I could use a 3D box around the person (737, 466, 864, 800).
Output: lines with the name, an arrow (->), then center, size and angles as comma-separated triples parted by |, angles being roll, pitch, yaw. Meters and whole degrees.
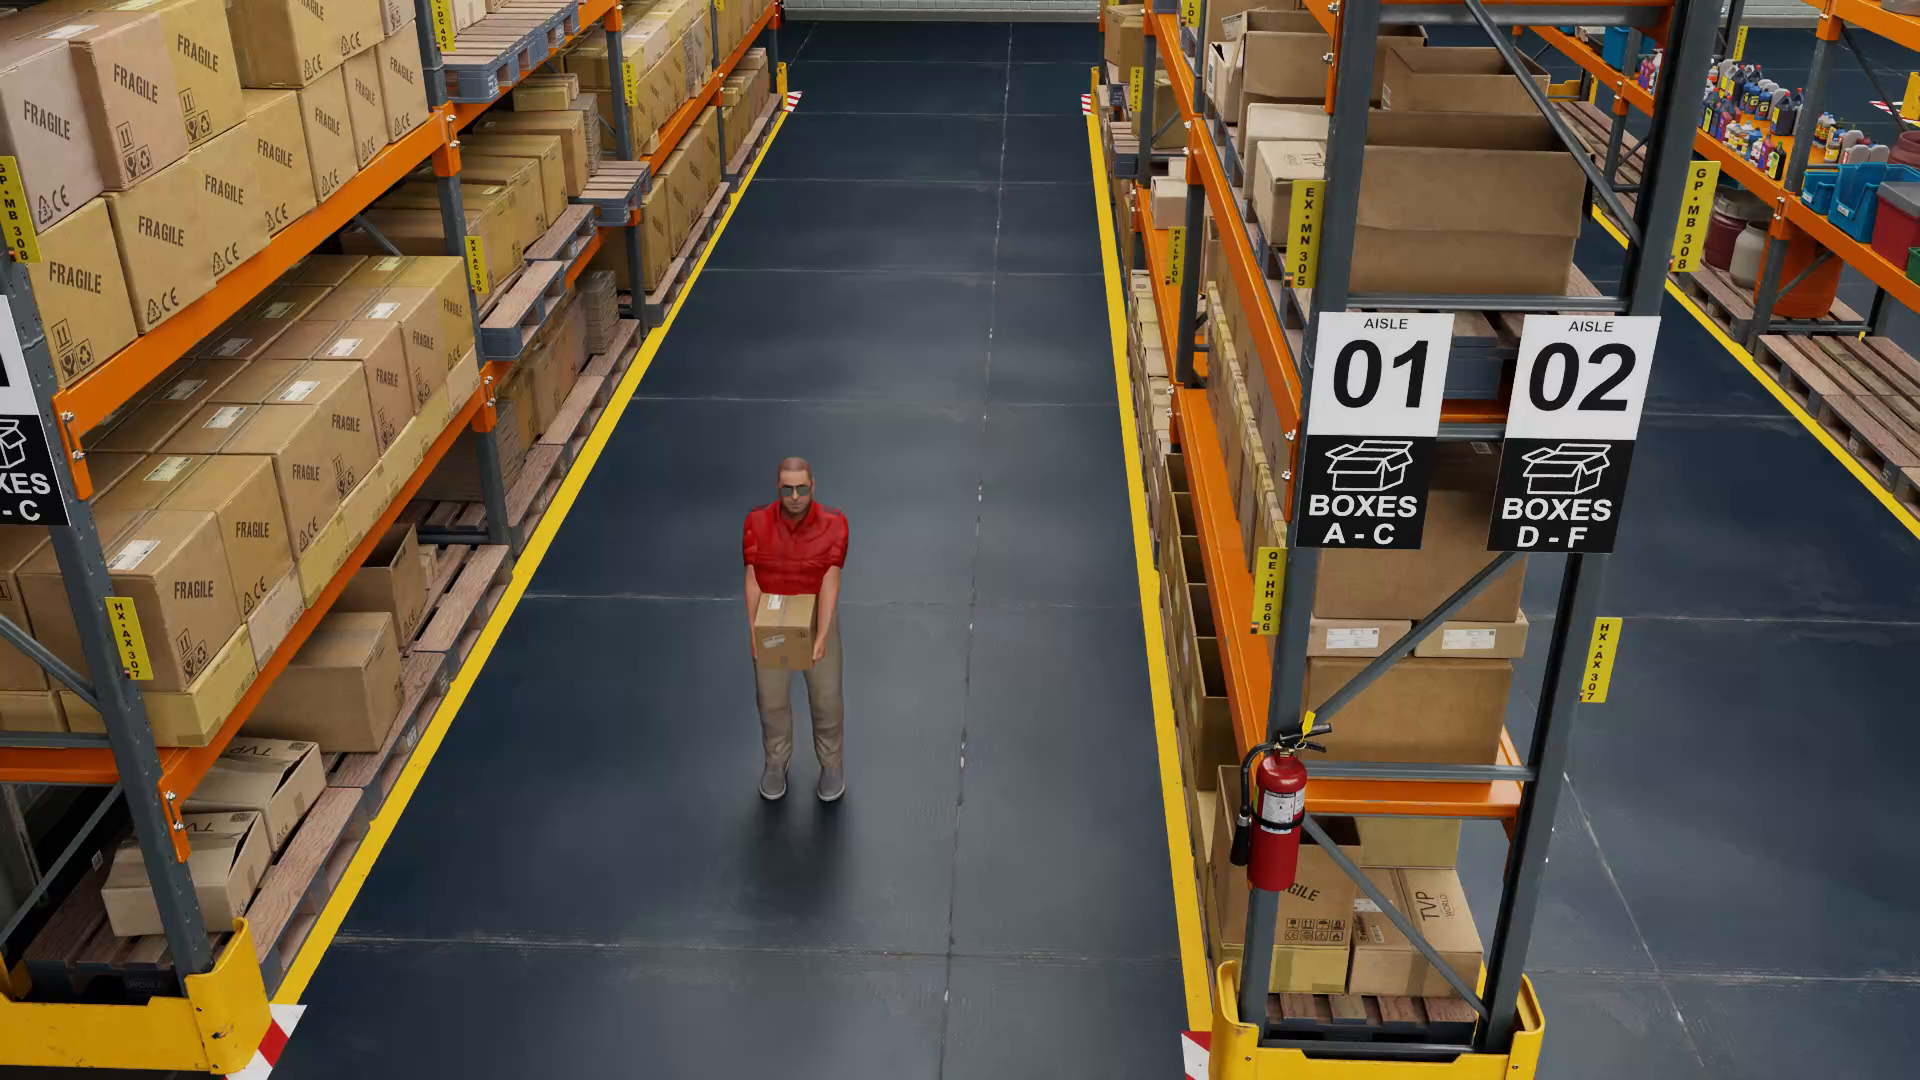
person -> -0.752, 0.421, 7.836 | 0.606, 1.728, 0.393 | 0, 28, -1
